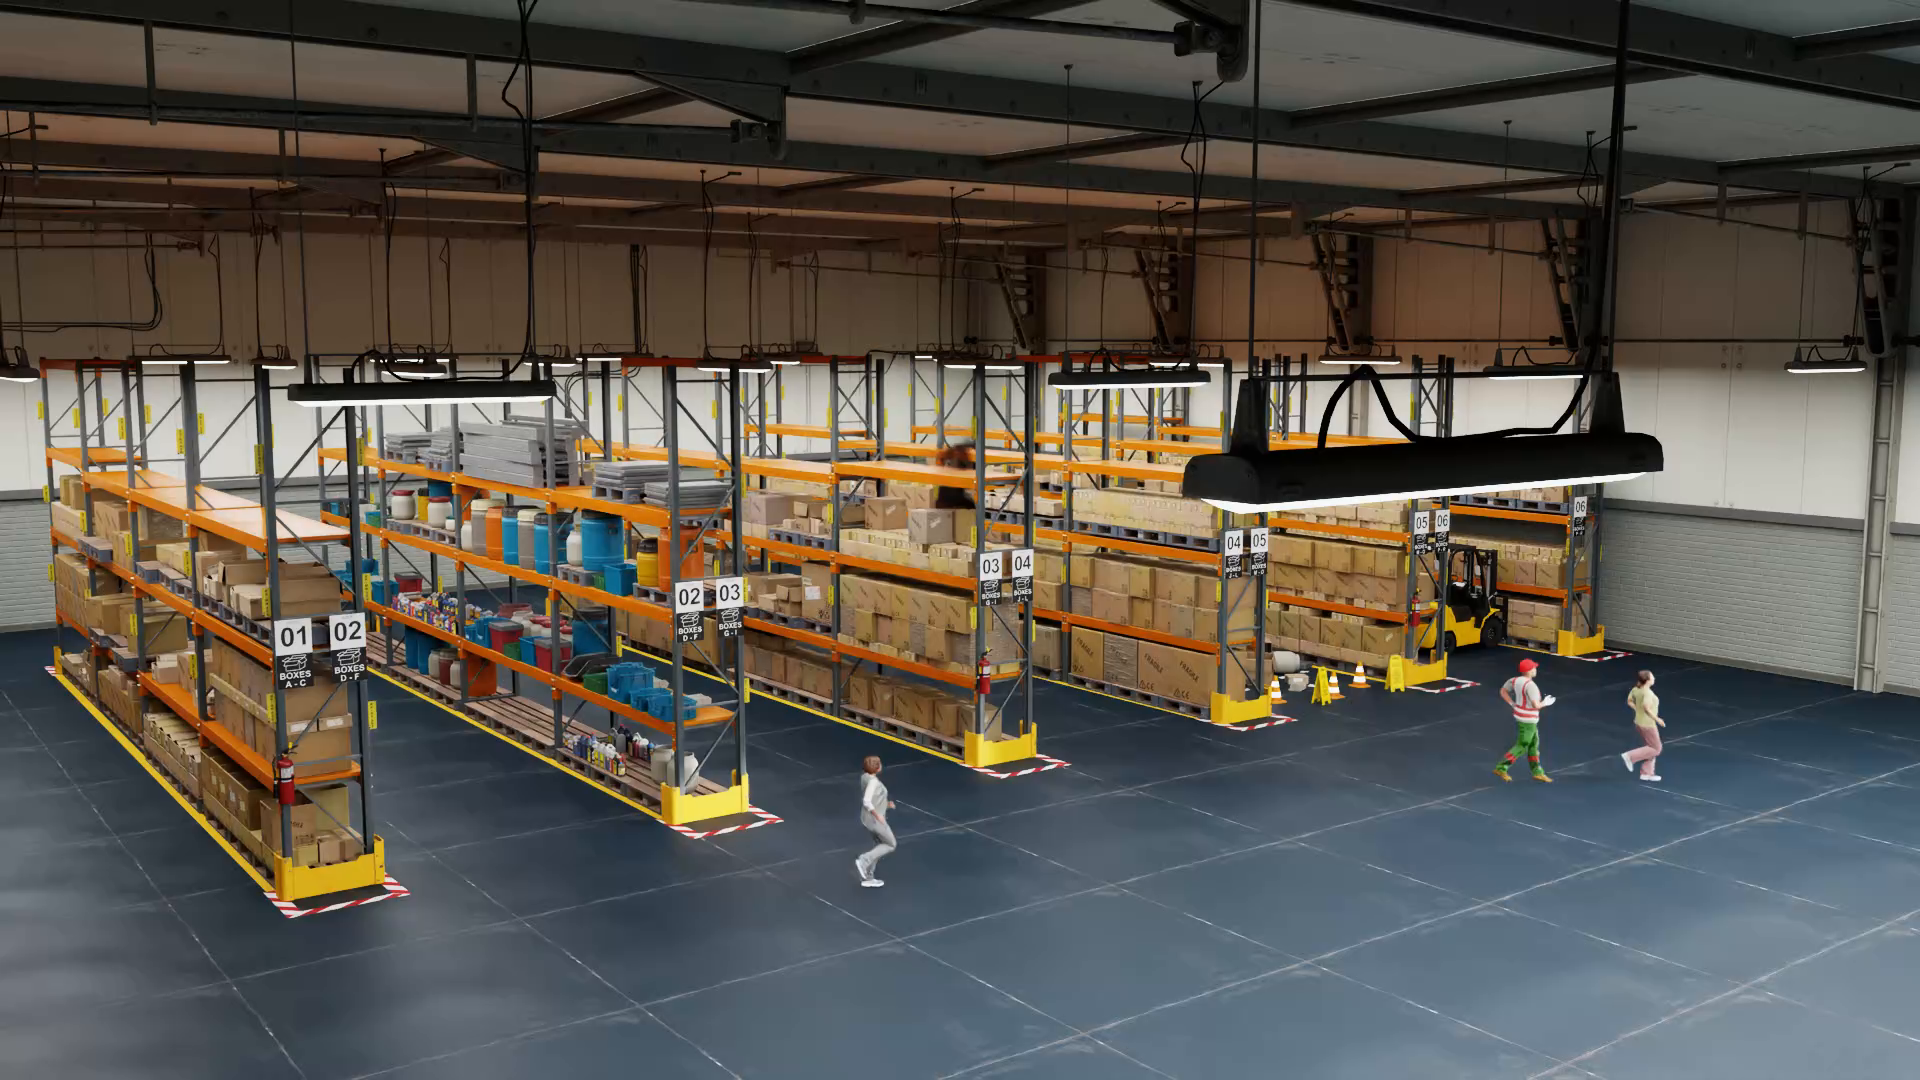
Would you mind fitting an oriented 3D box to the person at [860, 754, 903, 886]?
[{"bbox_3d":[-0.902,3.246,19.290,0.539,1.559,0.524,-2,7,-19],"label":"person"}]

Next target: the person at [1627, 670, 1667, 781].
[{"bbox_3d":[9.864,2.666,23.922,0.563,1.625,0.582,-1,7,-5],"label":"person"}]

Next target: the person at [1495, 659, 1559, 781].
[{"bbox_3d":[8.098,2.581,23.649,0.971,1.792,0.653,0,7,-4],"label":"person"}]
